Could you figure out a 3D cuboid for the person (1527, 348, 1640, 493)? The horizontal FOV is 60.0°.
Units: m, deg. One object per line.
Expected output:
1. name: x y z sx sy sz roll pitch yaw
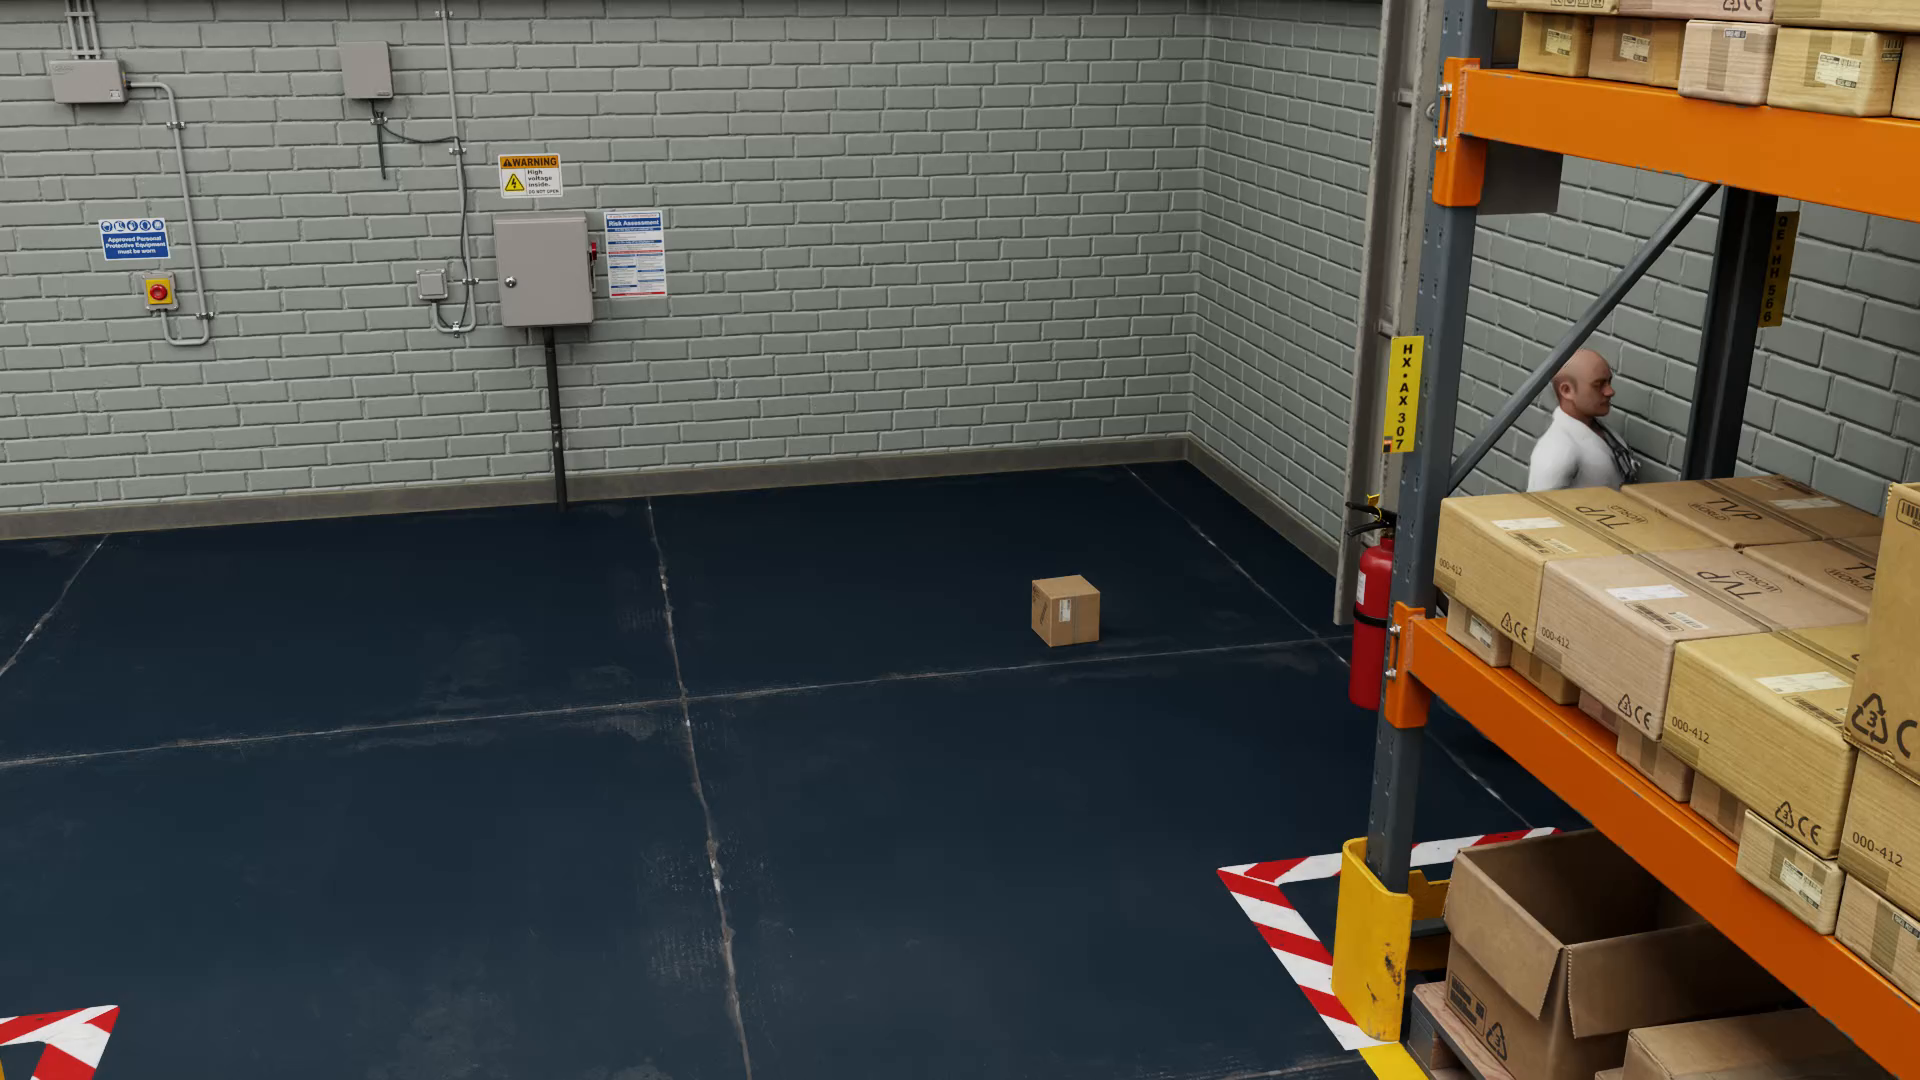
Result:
1. person: 2.343 0.131 6.187 1.037 1.704 0.572 10 22 27
